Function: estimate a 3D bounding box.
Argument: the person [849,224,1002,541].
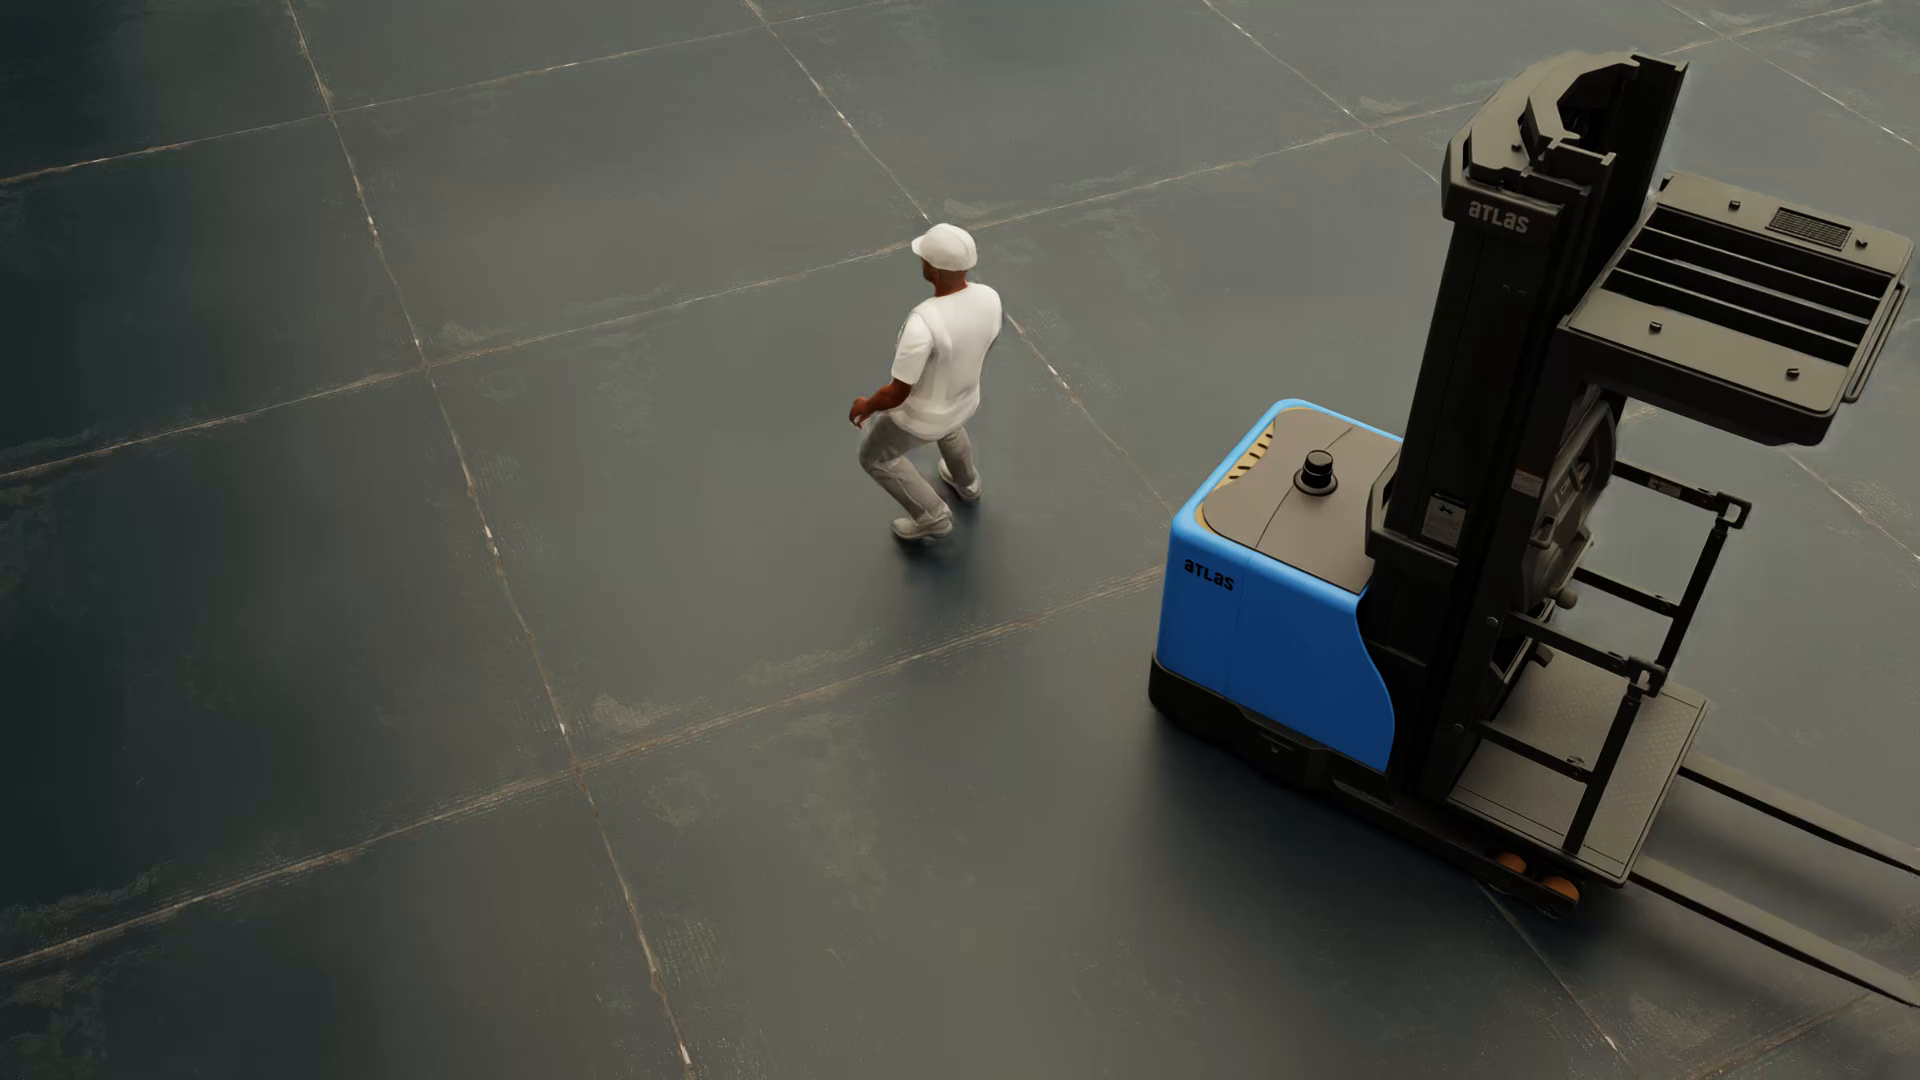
[{"bbox_3d":[-0.107,-0.687,7.340,0.547,1.678,0.826,32,51,29],"label":"person"}]

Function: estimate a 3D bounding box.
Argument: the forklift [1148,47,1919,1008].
[{"bbox_3d":[2.298,-0.058,5.742,3.031,2.935,1.130,25,49,24],"label":"forklift"}]
